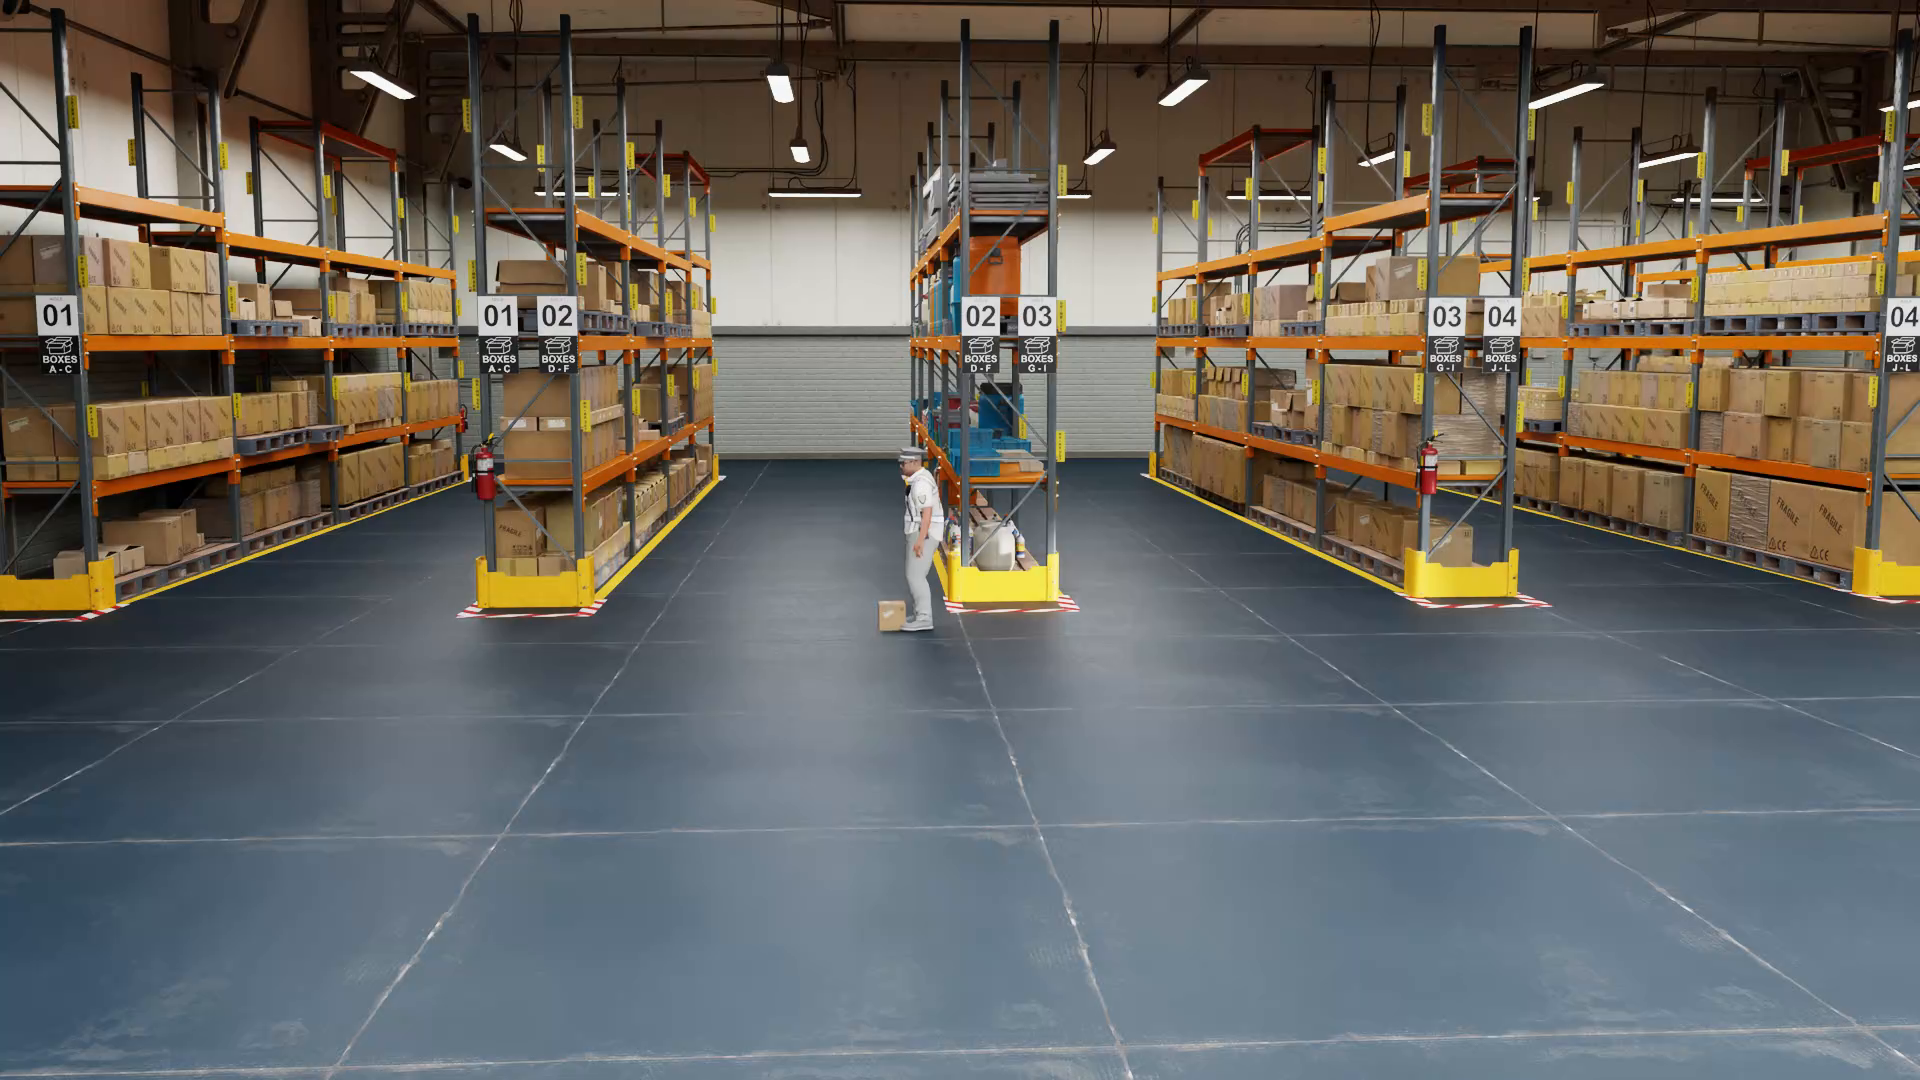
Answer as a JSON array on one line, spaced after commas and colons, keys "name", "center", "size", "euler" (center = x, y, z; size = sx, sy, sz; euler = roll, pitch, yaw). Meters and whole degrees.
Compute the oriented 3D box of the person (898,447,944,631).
[{"name": "person", "center": [-0.377, -0.021, 15.891], "size": [0.437, 1.746, 0.591], "euler": [-1, 7, -6]}]
